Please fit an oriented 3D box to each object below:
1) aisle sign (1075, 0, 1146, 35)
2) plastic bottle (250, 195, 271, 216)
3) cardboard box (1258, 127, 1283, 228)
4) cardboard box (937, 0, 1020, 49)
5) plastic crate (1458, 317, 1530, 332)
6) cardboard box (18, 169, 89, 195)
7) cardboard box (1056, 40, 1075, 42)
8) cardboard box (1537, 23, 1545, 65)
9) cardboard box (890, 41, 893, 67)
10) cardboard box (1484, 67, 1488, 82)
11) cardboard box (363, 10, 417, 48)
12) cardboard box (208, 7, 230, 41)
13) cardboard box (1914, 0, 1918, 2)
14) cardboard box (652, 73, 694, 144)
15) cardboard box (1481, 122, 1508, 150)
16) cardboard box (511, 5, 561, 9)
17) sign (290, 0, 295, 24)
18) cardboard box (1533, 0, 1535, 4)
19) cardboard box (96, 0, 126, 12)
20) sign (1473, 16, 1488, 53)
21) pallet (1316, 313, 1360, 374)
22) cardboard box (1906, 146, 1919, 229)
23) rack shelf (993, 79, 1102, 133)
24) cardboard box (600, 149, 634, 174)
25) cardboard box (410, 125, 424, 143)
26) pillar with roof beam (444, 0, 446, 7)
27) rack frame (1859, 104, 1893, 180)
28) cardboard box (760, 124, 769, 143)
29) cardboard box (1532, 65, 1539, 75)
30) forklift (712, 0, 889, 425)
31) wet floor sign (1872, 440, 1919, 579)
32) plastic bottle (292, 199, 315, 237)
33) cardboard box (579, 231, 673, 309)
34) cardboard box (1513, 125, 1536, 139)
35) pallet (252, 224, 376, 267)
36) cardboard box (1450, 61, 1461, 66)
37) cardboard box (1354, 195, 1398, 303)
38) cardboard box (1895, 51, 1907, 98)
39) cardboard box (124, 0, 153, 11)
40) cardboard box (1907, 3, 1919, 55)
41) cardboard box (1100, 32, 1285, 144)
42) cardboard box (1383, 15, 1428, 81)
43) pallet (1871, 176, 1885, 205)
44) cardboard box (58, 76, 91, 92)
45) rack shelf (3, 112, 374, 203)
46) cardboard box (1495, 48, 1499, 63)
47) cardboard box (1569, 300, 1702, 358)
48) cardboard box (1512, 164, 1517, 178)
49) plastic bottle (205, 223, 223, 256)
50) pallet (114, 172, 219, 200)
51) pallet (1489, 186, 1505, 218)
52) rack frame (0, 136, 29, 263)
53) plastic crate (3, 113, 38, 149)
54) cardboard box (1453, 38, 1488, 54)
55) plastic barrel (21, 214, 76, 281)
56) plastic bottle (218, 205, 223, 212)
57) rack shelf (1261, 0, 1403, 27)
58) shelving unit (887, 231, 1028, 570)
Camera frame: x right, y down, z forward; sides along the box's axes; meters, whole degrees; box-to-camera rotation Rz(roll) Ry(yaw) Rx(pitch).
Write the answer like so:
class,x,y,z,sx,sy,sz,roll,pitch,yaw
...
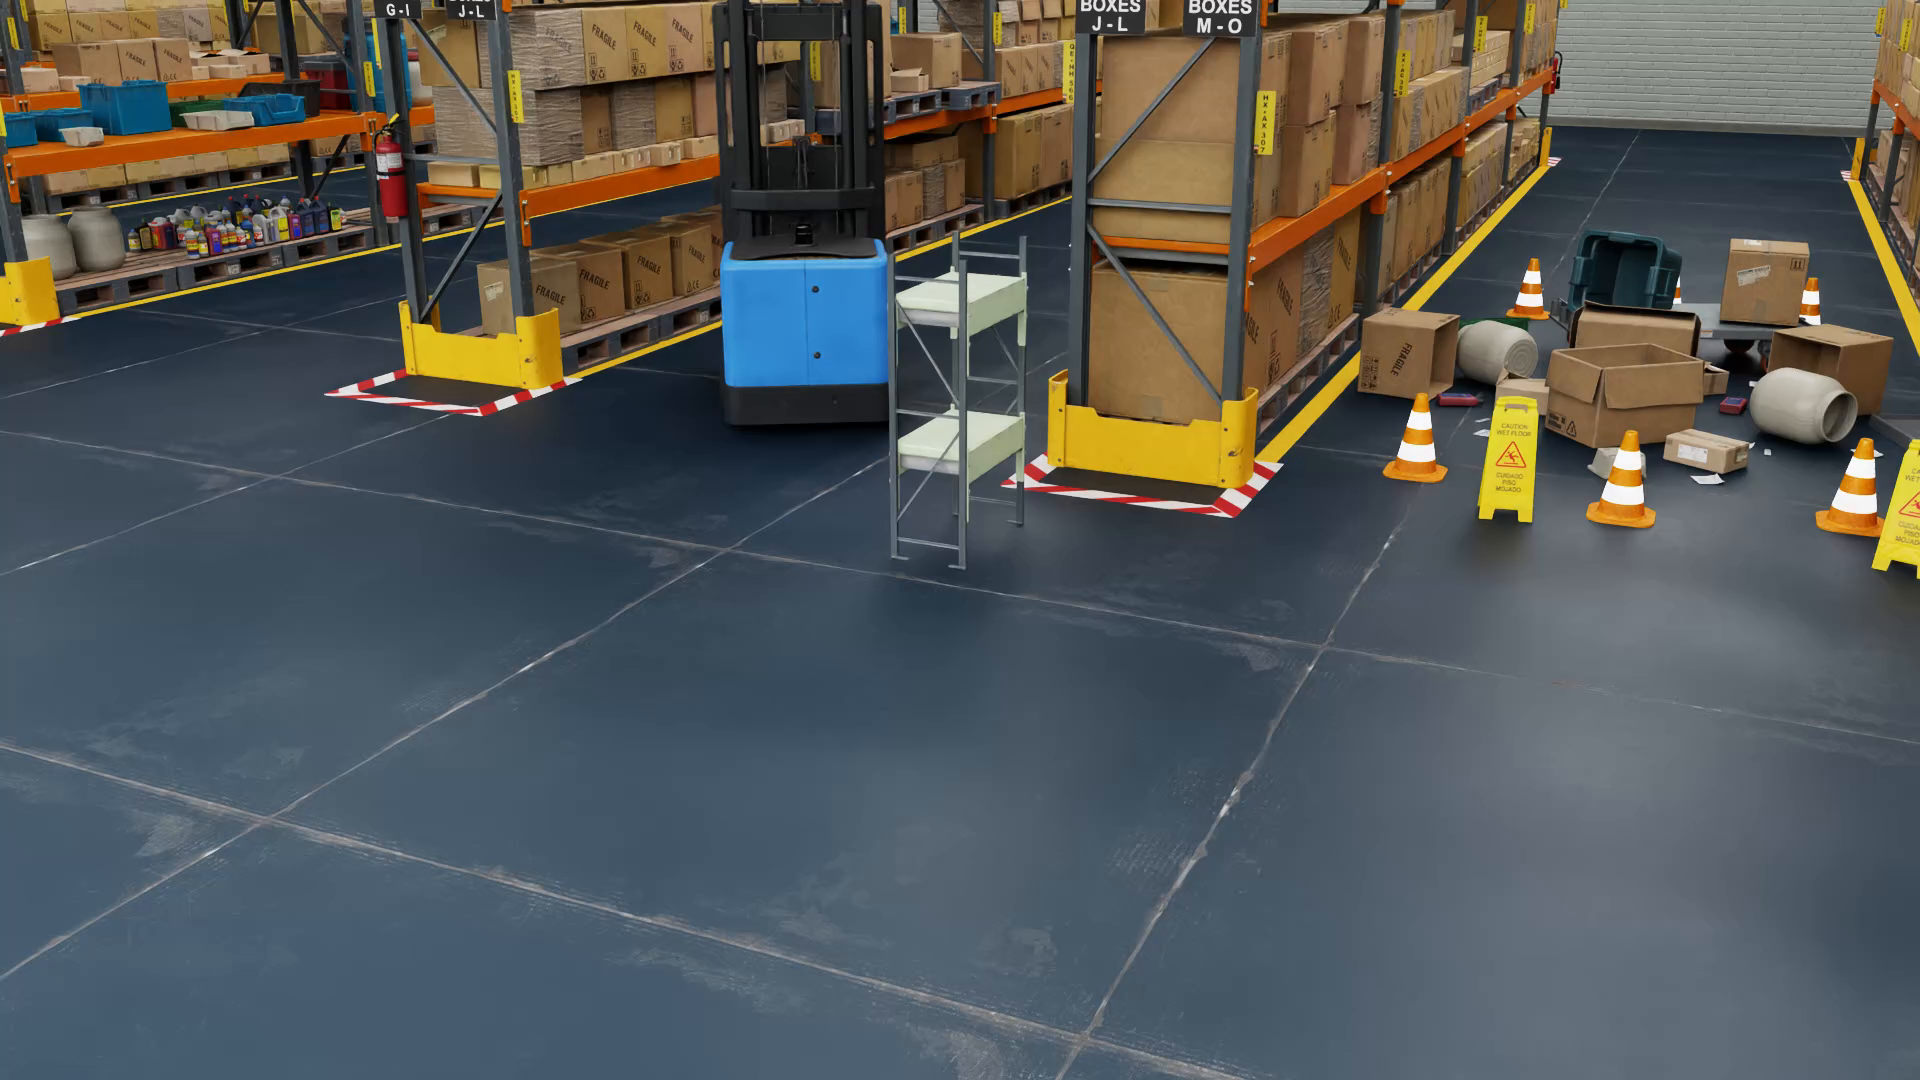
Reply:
class,x,y,z,sx,sy,sz,roll,pitch,yaw
aisle sign,0.800,-3.076,8.763,0.394,0.787,0.004,9,21,23
plastic bottle,-6.839,-3.196,16.275,0.144,0.351,0.185,9,21,23
cardboard box,1.419,-2.194,9.936,0.875,0.550,0.550,9,21,23
cardboard box,0.210,-5.730,18.459,0.797,0.503,0.637,9,22,25
plastic crate,3.865,-1.524,12.389,0.662,0.188,0.450,-14,14,-33
cardboard box,-10.387,-4.118,19.050,0.500,0.250,0.500,8,21,21
cardboard box,1.175,-5.768,20.061,0.500,0.500,0.500,8,21,22
cardboard box,7.078,-6.274,21.040,0.500,0.500,0.500,10,22,25
cardboard box,-1.117,-4.556,16.021,0.797,0.503,0.637,11,22,28
cardboard box,5.395,-4.951,17.663,0.380,0.149,0.250,8,21,21
cardboard box,-8.170,-7.269,23.655,0.700,0.500,0.500,3,20,9
cardboard box,-11.983,-8.272,26.629,0.500,0.500,0.500,8,21,22
cardboard box,10.410,-5.814,17.730,0.380,0.149,0.250,8,21,22
cardboard box,-2.575,-3.363,12.855,0.875,0.500,0.500,9,21,23
cardboard box,5.943,-4.612,18.944,0.500,0.250,0.500,8,21,21
cardboard box,-3.181,-3.558,11.911,0.500,0.500,0.500,9,21,23
sign,-8.633,-6.820,21.441,0.100,0.325,0.005,9,21,23
cardboard box,6.623,-6.424,19.970,0.500,0.500,0.500,8,21,21
cardboard box,-12.820,-7.999,24.743,0.500,0.250,0.500,9,21,23
sign,4.887,-4.748,15.615,0.100,0.325,0.005,9,21,23
pallet,2.358,-1.519,12.426,1.003,0.211,1.213,9,21,23
cardboard box,10.031,-3.571,16.578,0.875,0.875,0.875,9,22,24
rack shelf,0.714,-5.262,19.861,1.077,0.370,4.000,9,21,23
cardboard box,-2.618,-2.783,12.191,0.380,0.149,0.250,9,21,23
cardboard box,-8.065,-5.953,23.805,0.500,0.500,0.500,8,21,21
pillar with roof beam,-6.142,-12.654,30.619,9.100,9.000,0.400,9,21,23
rack frame,12.212,-6.075,21.074,1.000,3.000,0.127,9,21,23
cardboard box,-1.831,-3.399,13.924,0.380,0.149,0.250,9,21,23
cardboard box,7.336,-6.159,21.686,0.380,0.149,0.250,8,21,20
forklift,-1.064,-2.538,11.232,1.130,2.935,3.031,-2,20,-5
wet floor sign,4.607,-0.163,7.965,0.267,0.644,0.232,18,26,41
plastic bottle,-6.341,-3.110,16.034,0.144,0.351,0.185,7,21,20
cardboard box,-2.622,-2.129,13.081,0.500,0.500,0.500,11,22,28
cardboard box,7.301,-5.336,21.736,0.380,0.149,0.250,9,22,25
pallet,-6.574,-2.933,16.400,1.003,0.211,1.213,9,21,23
cardboard box,4.760,-4.618,16.280,0.380,0.149,0.250,10,22,25
cardboard box,2.913,-2.395,13.457,1.050,0.750,0.750,8,21,22
cardboard box,10.531,-5.076,18.116,0.500,0.500,0.500,9,21,23
cardboard box,-12.616,-8.156,25.184,0.500,0.250,0.500,8,21,22
cardboard box,10.132,-5.275,17.184,0.500,0.500,0.500,9,21,23
cardboard box,1.290,-2.520,9.242,0.875,0.550,0.550,9,21,23
cardboard box,3.563,-4.192,14.138,0.700,0.500,0.500,8,21,22
pallet,11.455,-4.134,19.779,1.003,0.211,1.213,9,21,23
cardboard box,-10.229,-5.251,19.133,0.380,0.149,0.250,9,21,23
rack shelf,-7.080,-3.496,14.895,1.077,0.370,4.000,9,21,23
cardboard box,5.715,-5.331,18.287,0.380,0.149,0.250,8,21,21
cardboard box,4.445,-1.243,11.010,0.797,0.637,0.503,9,21,23
cardboard box,6.568,-4.504,20.284,0.380,0.149,0.250,9,22,24
plastic bottle,-6.763,-2.729,15.063,0.061,0.283,0.133,9,21,24
pallet,-10.014,-4.418,20.576,1.003,0.211,1.213,9,21,23
pallet,5.700,-3.948,19.256,1.003,0.211,1.213,9,21,23
rack frame,-7.899,-3.223,13.056,1.000,3.000,0.127,9,21,23
plastic crate,-7.967,-3.347,13.626,0.499,0.251,0.616,9,21,23
cardboard box,5.282,-5.154,17.346,0.380,0.149,0.250,9,22,24
plastic barrel,-7.699,-2.461,13.997,0.421,0.512,0.421,0,20,0
plastic bottle,-7.153,-3.081,16.053,0.061,0.283,0.133,10,22,25
rack shelf,1.922,-3.518,10.481,1.077,0.370,4.000,9,21,23
shelving unit,-0.003,-0.705,8.212,0.431,1.500,0.755,9,21,23
